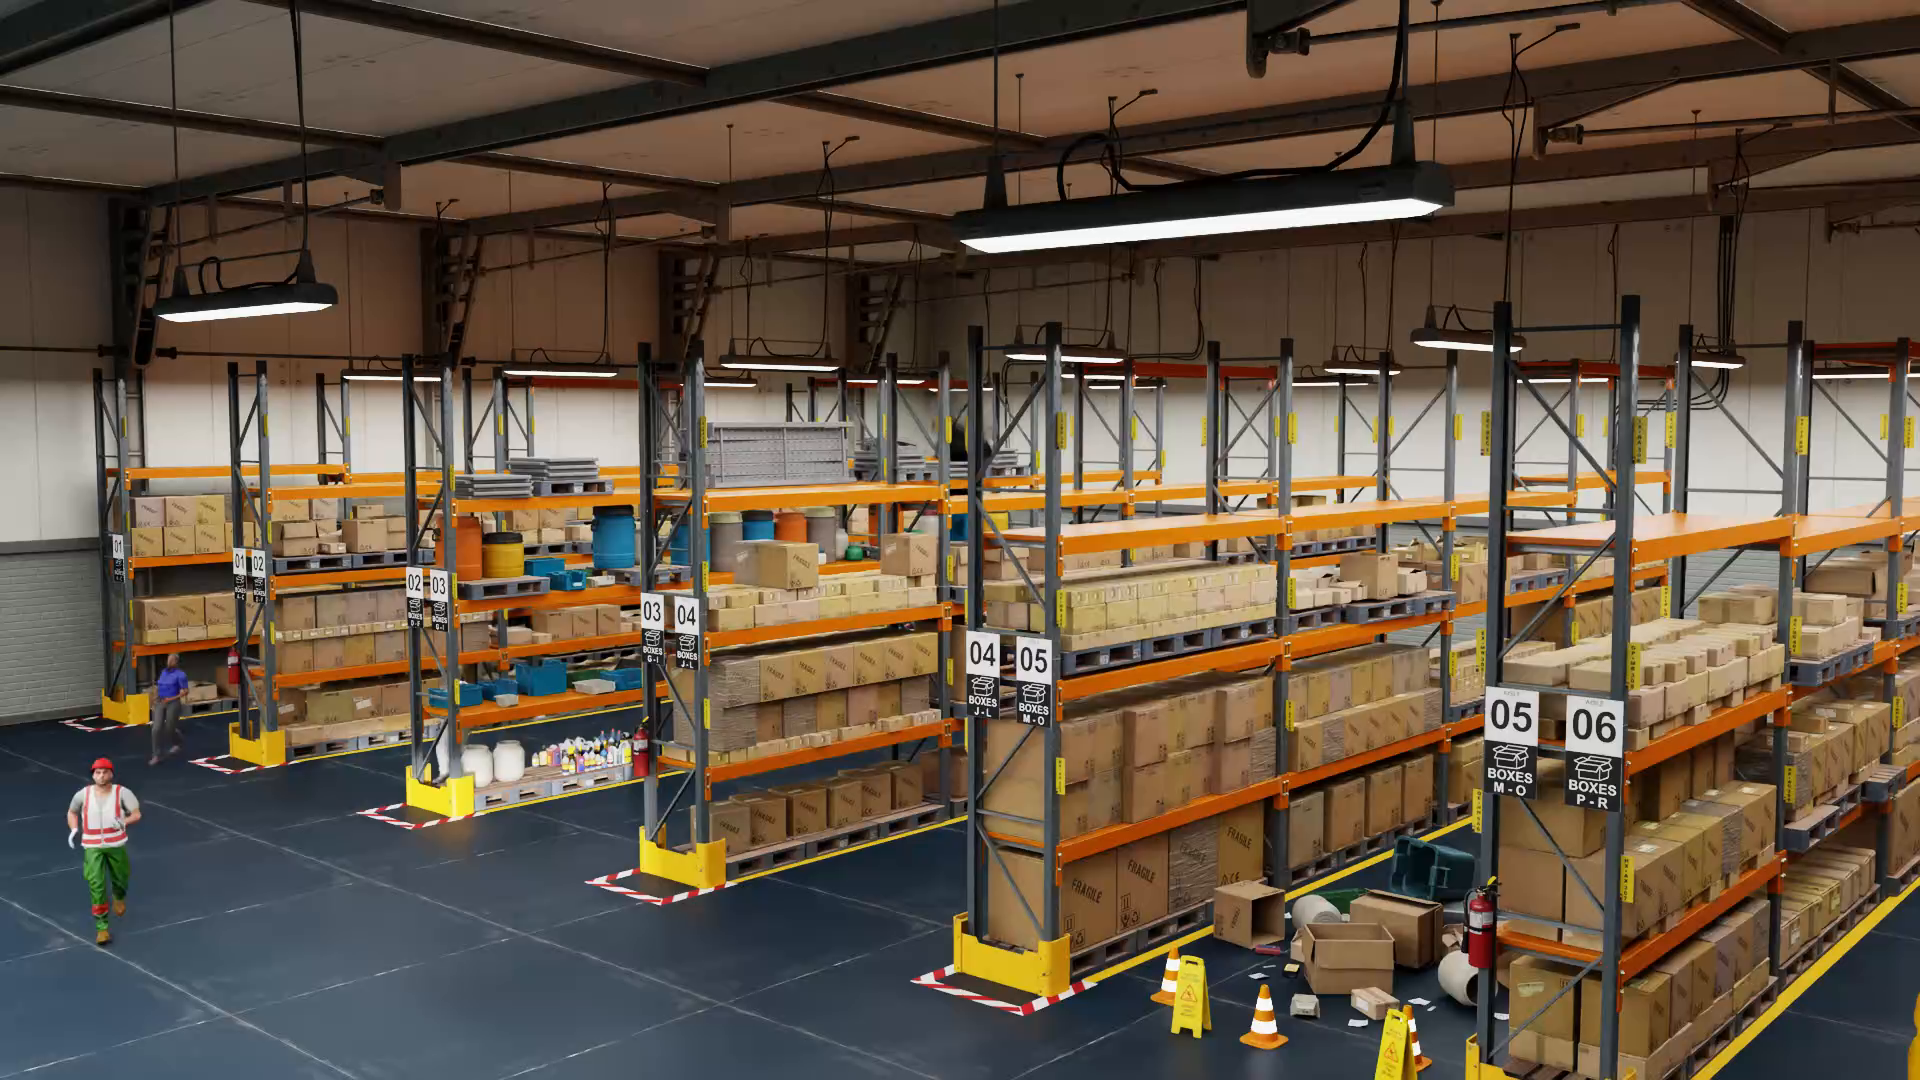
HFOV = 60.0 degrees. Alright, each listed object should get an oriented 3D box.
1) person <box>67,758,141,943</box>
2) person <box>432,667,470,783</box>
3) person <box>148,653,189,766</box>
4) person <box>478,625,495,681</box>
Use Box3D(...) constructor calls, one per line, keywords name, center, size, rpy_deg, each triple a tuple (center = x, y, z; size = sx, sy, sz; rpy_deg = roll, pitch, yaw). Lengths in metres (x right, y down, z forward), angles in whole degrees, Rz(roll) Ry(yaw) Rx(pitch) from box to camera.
Box3D(name="person", center=(-8.541, 3.056, 16.611), size=(0.669, 1.766, 0.928), rpy_deg=(-2, 5, -24))
Box3D(name="person", center=(-7.162, 2.607, 23.653), size=(0.620, 1.634, 0.804), rpy_deg=(3, 5, 39))
Box3D(name="person", center=(-11.854, 2.567, 25.034), size=(0.601, 1.565, 0.784), rpy_deg=(1, 4, 7))
Box3D(name="person", center=(-8.518, 2.116, 29.667), size=(0.669, 1.753, 0.769), rpy_deg=(3, 5, 33))
